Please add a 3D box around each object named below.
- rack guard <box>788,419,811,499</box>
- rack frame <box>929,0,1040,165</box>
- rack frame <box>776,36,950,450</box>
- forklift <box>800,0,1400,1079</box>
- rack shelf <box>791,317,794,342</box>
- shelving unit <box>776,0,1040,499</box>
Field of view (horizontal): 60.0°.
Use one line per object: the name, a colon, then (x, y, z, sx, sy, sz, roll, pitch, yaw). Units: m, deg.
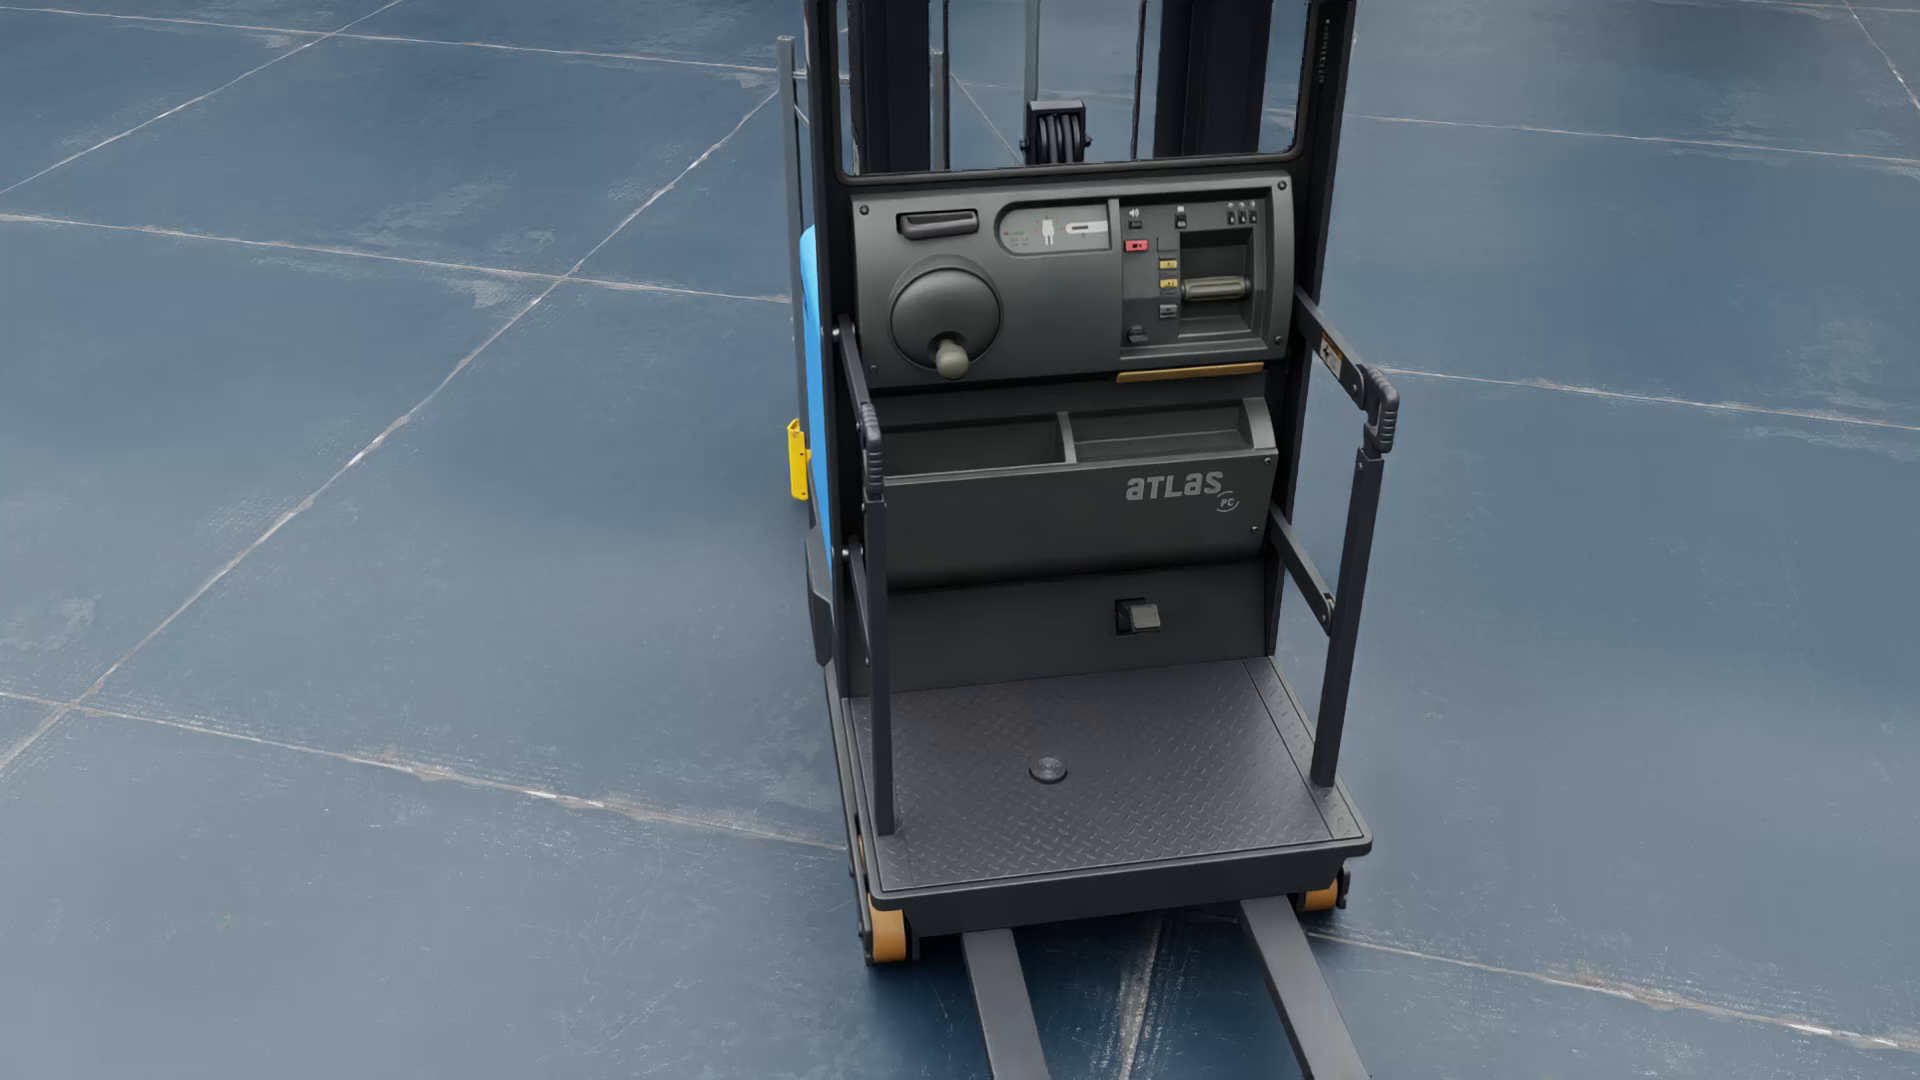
rack guard: (-0.267, -0.226, 5.373, 0.587, 0.250, 0.087, 9, 34, 14)
rack frame: (0.018, -1.267, 5.844, 0.500, 1.500, 0.032, 9, 34, 14)
rack frame: (-0.272, -0.744, 5.022, 0.500, 1.500, 0.032, 9, 34, 14)
forklift: (0.281, -0.493, 3.294, 1.130, 2.935, 3.031, -5, 33, -8)
rack shelf: (-0.127, -0.853, 5.530, 0.538, 0.185, 1.000, 9, 34, 14)
shelving unit: (-0.125, -1.010, 5.441, 0.587, 1.500, 1.083, 9, 34, 14)
